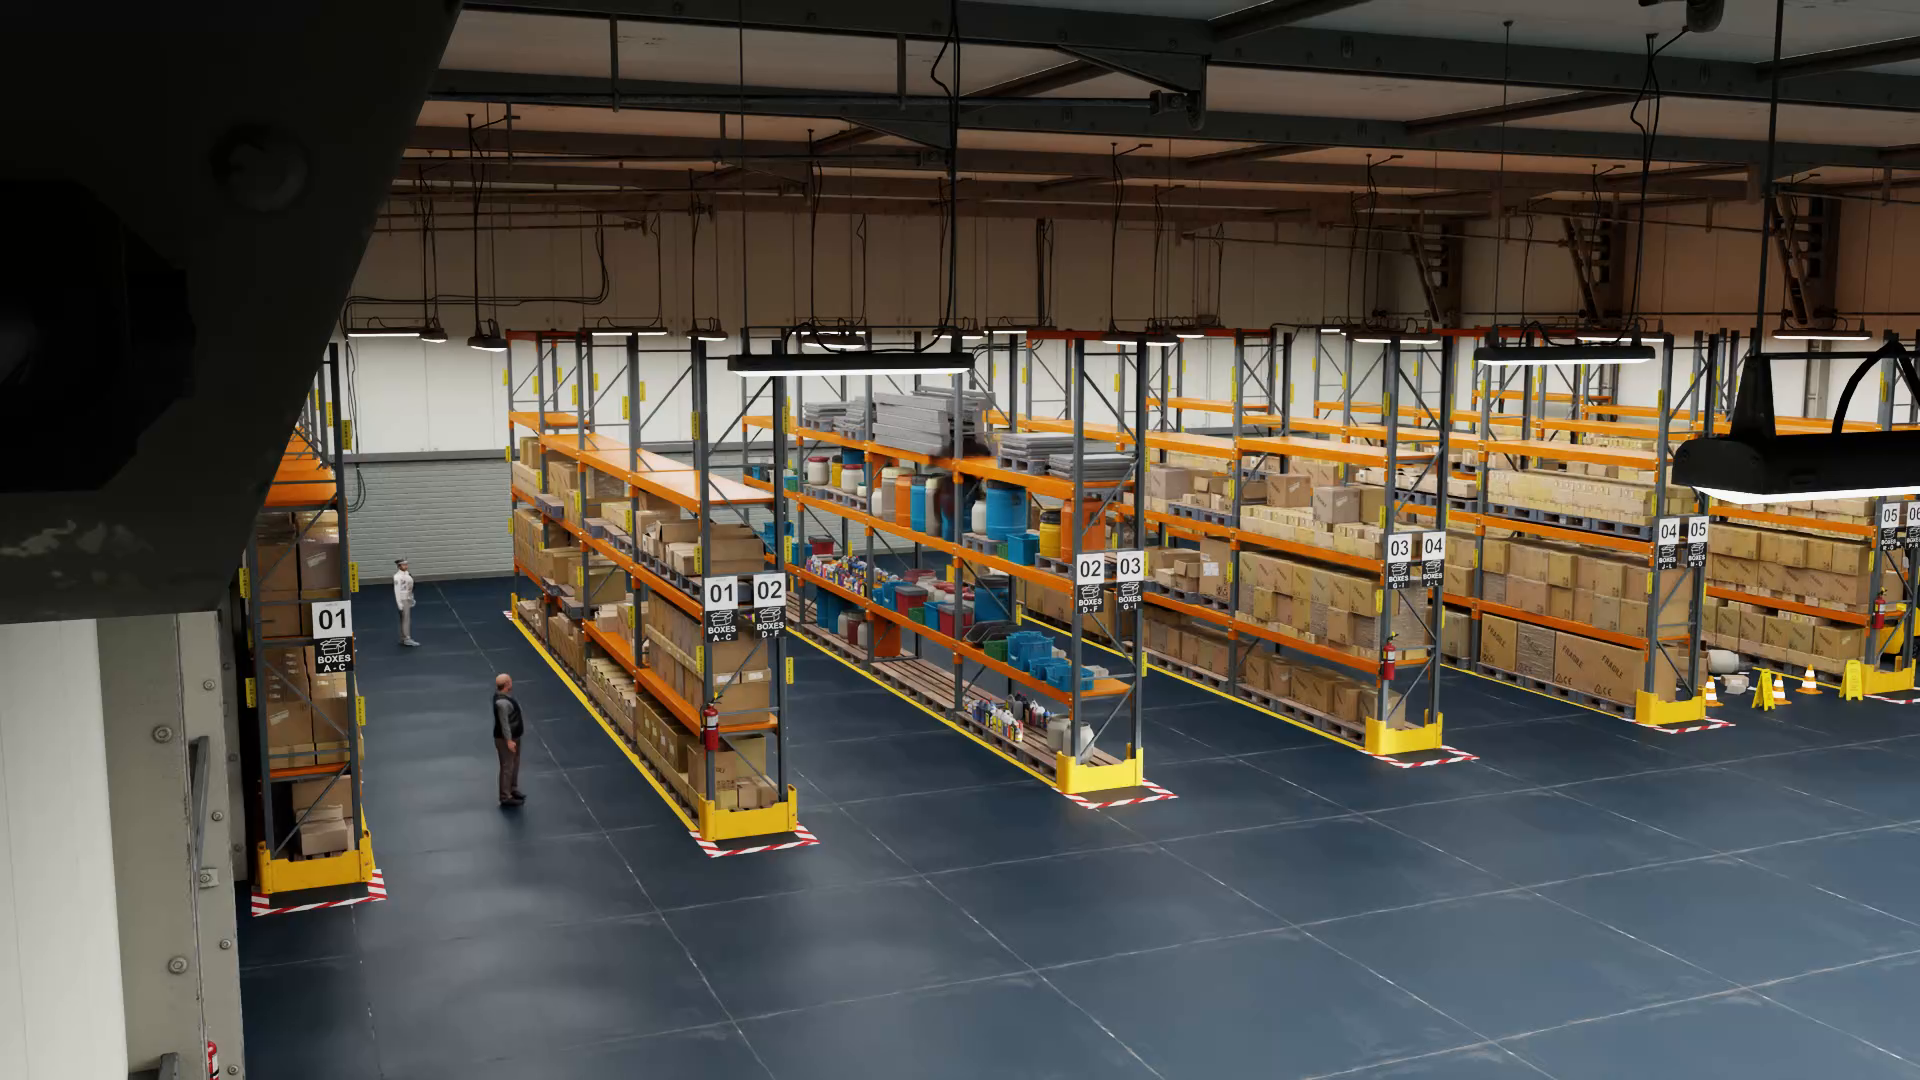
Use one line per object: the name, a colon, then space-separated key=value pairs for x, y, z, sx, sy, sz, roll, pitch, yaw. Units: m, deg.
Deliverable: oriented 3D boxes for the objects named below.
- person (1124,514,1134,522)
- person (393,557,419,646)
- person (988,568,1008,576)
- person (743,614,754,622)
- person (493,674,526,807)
person: x=4.591 y=-0.616 z=44.657 sx=1.115 sy=1.732 sz=0.611 roll=-6 pitch=10 yaw=-40
person: x=-10.631 y=1.163 z=31.973 sx=0.426 sy=1.696 sz=0.521 roll=-1 pitch=8 yaw=-10
person: x=0.847 y=1.056 z=32.915 sx=0.545 sy=1.676 sz=0.930 roll=-3 pitch=8 yaw=-18
person: x=-3.493 y=1.740 z=27.279 sx=0.538 sy=1.723 sz=1.012 roll=-3 pitch=8 yaw=-19
person: x=-5.840 y=2.571 z=21.528 sx=0.412 sy=1.721 sz=0.607 roll=0 pitch=8 yaw=2
